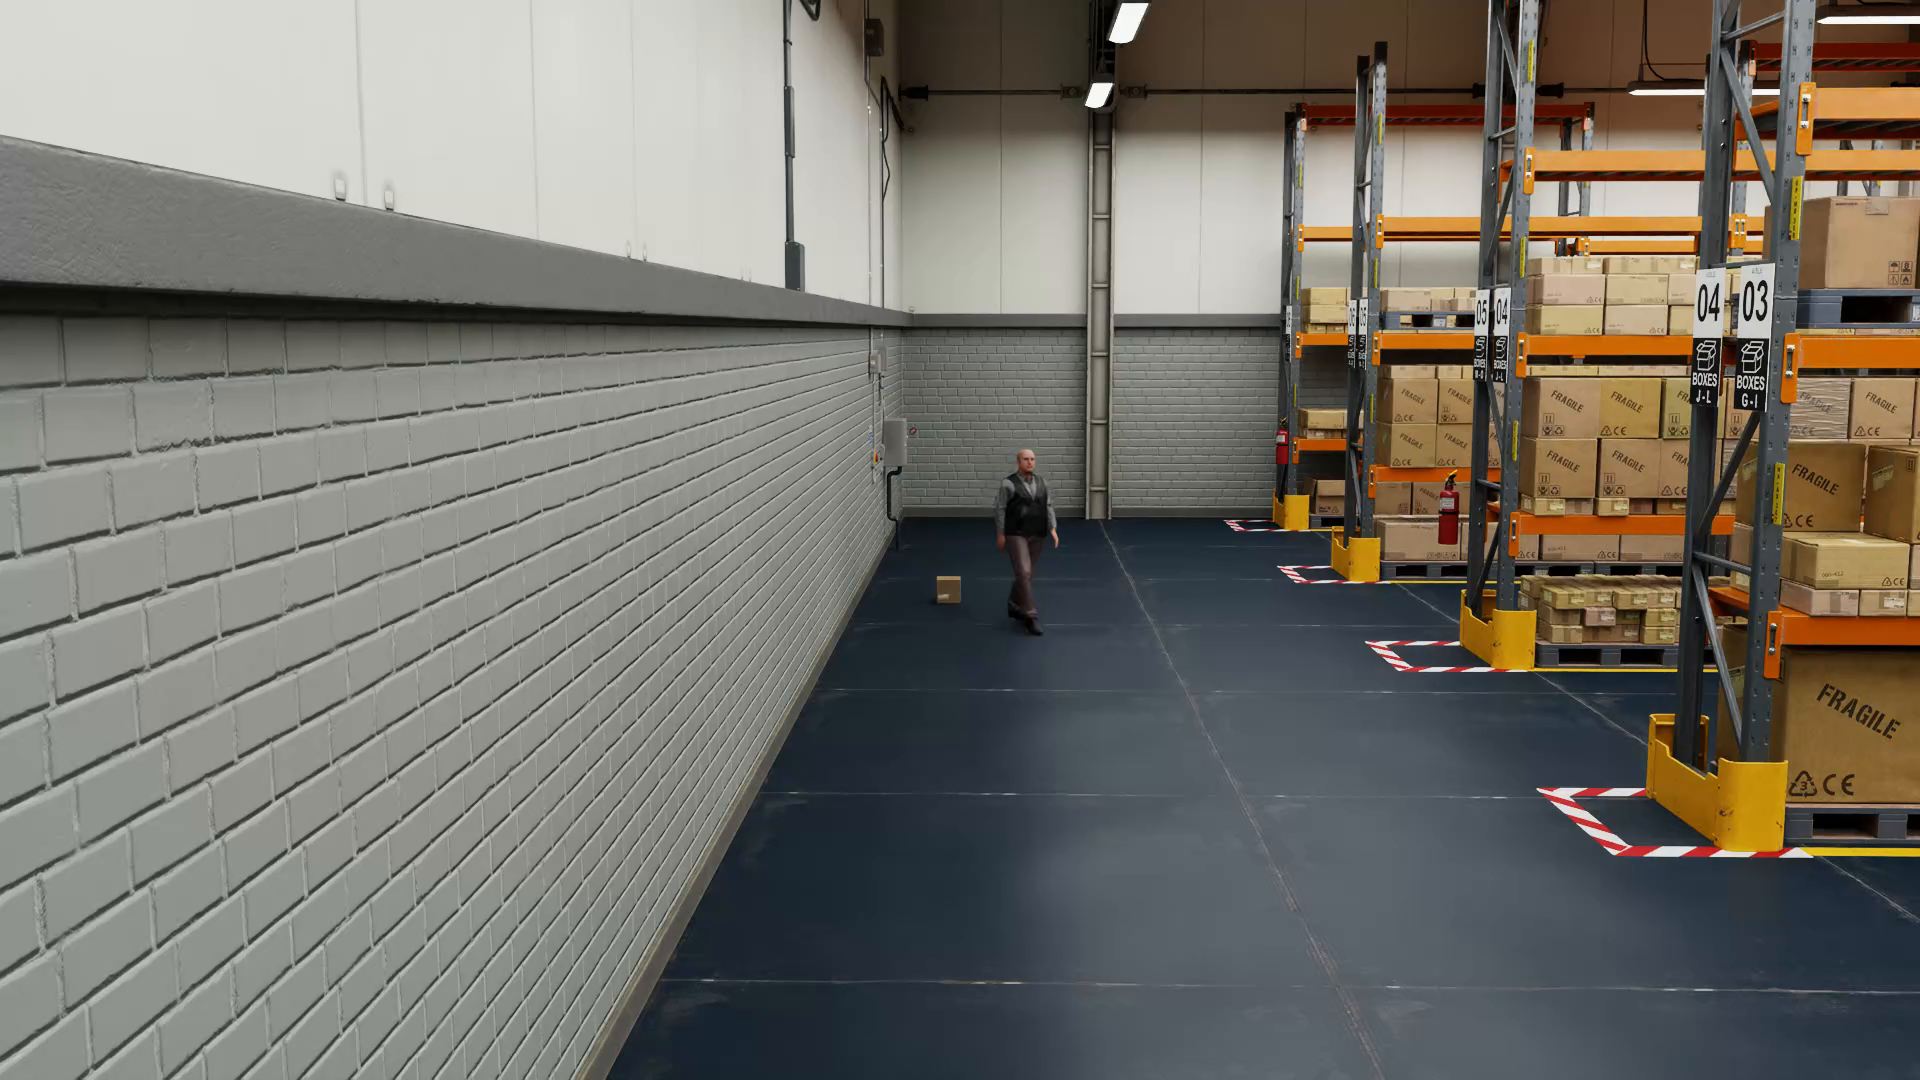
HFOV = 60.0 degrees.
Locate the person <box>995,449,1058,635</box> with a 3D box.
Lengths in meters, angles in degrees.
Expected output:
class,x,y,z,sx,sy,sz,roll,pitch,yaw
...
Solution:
class,x,y,z,sx,sy,sz,roll,pitch,yaw
person,0.673,-0.012,15.915,0.555,1.710,0.899,-4,8,-28
